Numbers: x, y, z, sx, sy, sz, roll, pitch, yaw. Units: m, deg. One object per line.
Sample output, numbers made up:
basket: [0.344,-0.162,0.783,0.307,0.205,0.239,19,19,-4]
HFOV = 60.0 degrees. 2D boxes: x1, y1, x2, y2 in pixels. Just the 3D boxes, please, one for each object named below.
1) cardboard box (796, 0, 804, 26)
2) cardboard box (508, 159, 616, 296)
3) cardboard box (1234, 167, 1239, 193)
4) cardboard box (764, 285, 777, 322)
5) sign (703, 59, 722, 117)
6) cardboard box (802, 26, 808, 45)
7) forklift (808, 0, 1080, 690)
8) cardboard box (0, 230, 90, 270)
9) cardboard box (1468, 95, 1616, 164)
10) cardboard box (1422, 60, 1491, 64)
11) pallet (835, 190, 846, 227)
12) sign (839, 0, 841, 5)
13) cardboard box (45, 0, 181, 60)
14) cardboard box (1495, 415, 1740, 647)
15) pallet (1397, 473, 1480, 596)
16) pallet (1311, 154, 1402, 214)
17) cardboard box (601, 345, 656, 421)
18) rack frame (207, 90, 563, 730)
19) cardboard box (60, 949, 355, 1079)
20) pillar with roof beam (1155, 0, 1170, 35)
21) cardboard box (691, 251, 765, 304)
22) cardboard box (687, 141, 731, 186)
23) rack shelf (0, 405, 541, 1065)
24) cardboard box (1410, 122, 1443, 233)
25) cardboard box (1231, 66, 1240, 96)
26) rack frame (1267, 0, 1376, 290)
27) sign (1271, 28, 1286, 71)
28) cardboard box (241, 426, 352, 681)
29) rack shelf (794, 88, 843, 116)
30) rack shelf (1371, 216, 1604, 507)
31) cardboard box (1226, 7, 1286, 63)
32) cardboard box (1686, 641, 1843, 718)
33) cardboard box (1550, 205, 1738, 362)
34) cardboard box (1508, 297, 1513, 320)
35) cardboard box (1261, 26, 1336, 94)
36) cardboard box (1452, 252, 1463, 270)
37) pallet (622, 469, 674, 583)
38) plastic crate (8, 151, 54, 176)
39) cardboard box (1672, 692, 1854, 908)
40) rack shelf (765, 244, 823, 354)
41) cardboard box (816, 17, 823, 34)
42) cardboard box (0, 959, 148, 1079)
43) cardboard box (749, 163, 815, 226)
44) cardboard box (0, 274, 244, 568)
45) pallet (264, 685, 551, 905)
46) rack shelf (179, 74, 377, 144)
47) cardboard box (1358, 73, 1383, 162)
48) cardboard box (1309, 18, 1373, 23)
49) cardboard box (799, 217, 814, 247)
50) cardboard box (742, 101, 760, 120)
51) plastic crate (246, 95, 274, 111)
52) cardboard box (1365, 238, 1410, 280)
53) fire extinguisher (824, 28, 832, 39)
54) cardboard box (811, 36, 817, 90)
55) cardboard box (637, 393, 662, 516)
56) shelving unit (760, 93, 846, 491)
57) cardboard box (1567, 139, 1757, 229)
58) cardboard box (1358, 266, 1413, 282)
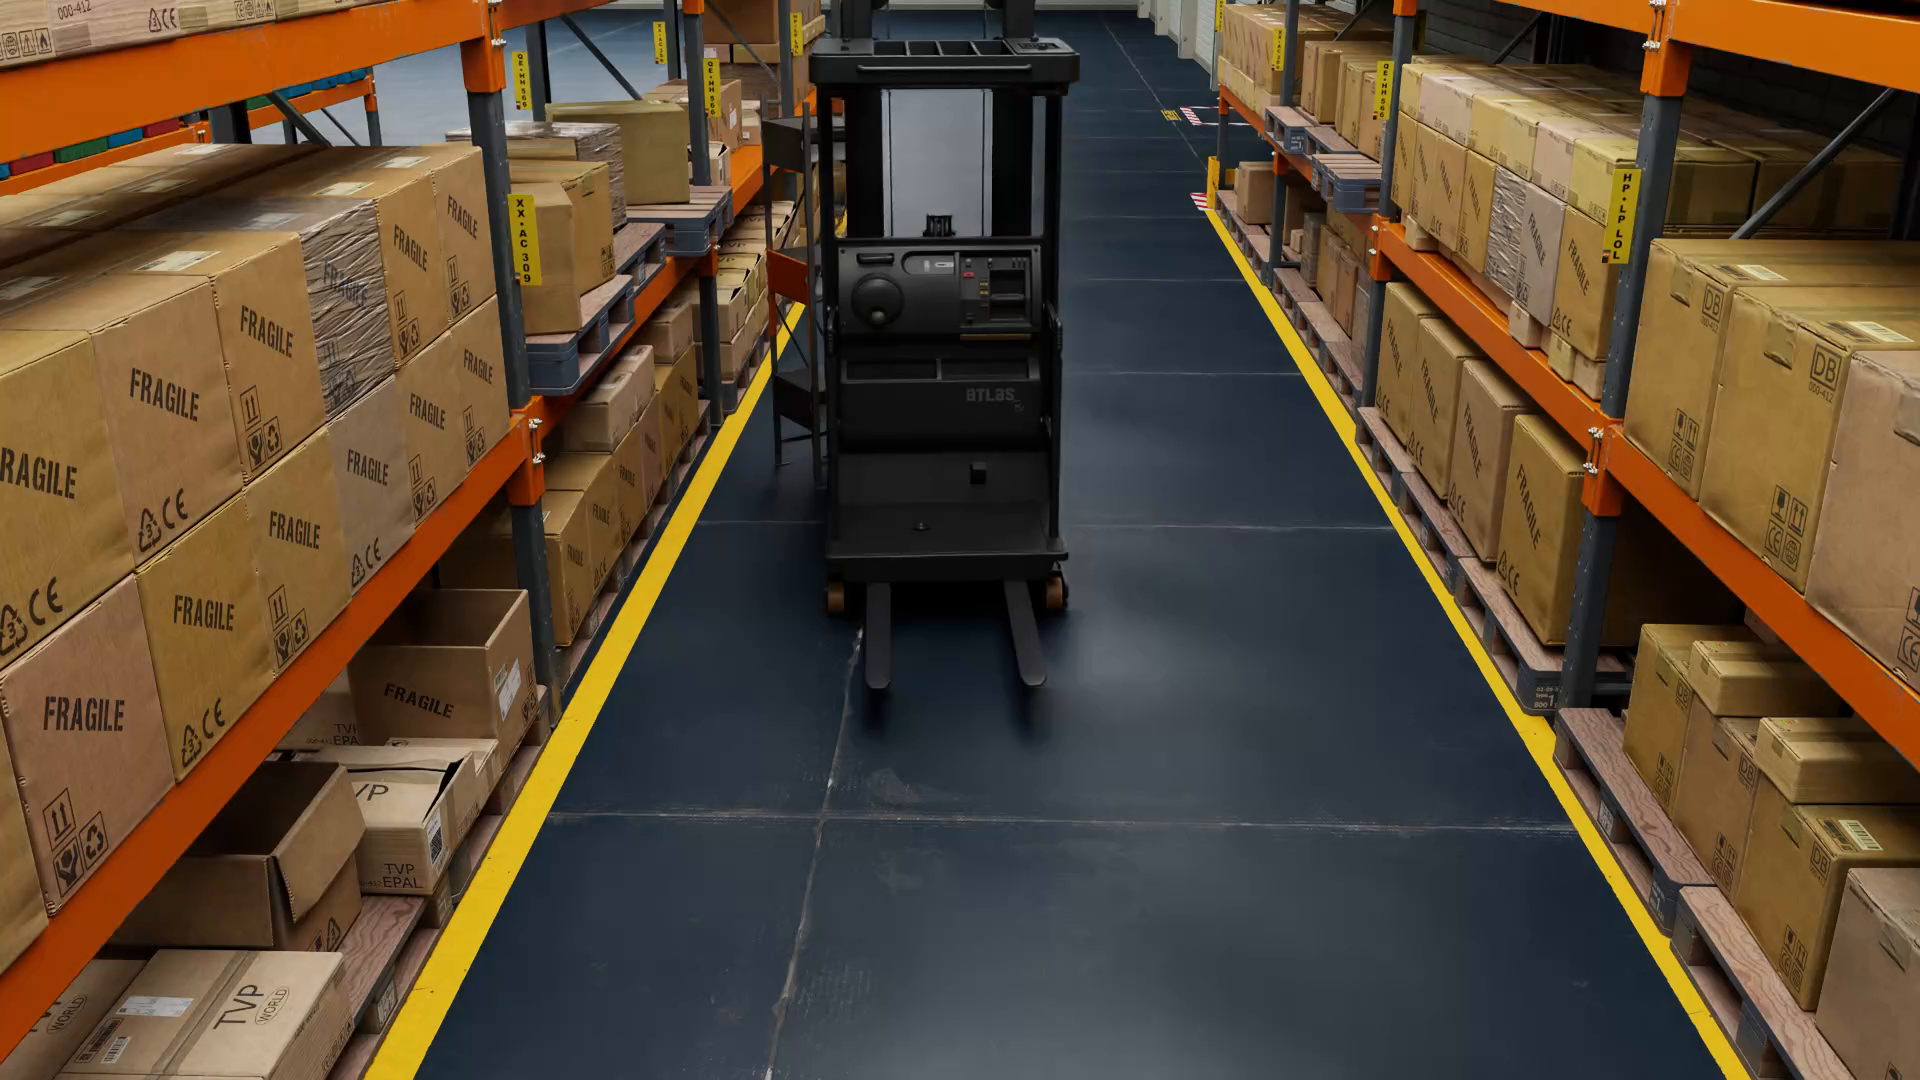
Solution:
cardboard box: [-1.807,-4.921,15.134,0.700,0.500,0.500,1,21,2]
cardboard box: [-1.908,-1.333,7.099,0.700,0.500,0.500,4,22,10]
cardboard box: [3.102,-3.661,16.925,0.500,0.311,0.500,-2,21,-4]
cardboard box: [-1.632,-1.774,12.175,0.500,0.250,0.500,1,21,3]
sign: [-1.439,-2.619,9.641,0.100,0.325,0.005,1,21,2]
cardboard box: [-1.605,-4.659,15.355,0.380,0.149,0.250,0,21,1]
forklift: [-0.079,-1.137,7.409,1.130,2.935,3.031,-1,21,-2]
cardboard box: [-2.445,-0.459,4.044,0.500,0.500,0.500,1,21,3]
cardboard box: [2.662,-1.889,7.636,0.500,0.250,0.500,0,21,1]
cardboard box: [2.950,-2.745,9.813,0.380,0.149,0.250,-2,21,-5]
pallet: [-1.720,-3.434,17.088,1.003,0.211,1.213,1,21,2]
sign: [-1.196,-5.651,17.017,0.100,0.325,0.005,1,21,2]
cardboard box: [-1.914,-1.099,3.276,0.500,0.250,0.500,1,21,2]
cardboard box: [2.738,-0.049,6.901,0.750,0.750,0.750,1,21,2]
pallet: [2.831,-0.041,8.344,1.003,0.211,1.213,1,21,2]
pallet: [2.885,-2.235,10.408,1.213,0.211,1.003,1,21,2]
cardboard box: [-1.800,-0.777,8.196,0.500,0.250,0.500,0,21,1]
rack frame: [-2.103,-0.673,6.115,1.000,3.000,0.127,1,21,2]
cardboard box: [-1.895,1.296,4.236,0.500,0.250,0.500,1,21,2]
pillar with roof beam: [0.483,-16.217,37.885,9.100,9.000,0.400,1,21,2]
cardboard box: [-1.647,-1.855,11.607,0.500,0.311,0.500,0,21,0]
cardboard box: [-1.761,-2.398,10.687,0.500,0.311,0.500,0,21,1]
rack shelf: [-2.164,0.386,4.382,1.077,0.370,4.000,1,21,2]
cardboard box: [2.674,-1.898,8.697,0.500,0.500,0.500,1,21,3]
cardboard box: [2.858,-4.353,15.780,0.500,0.250,0.500,0,21,1]
rack frame: [3.091,-3.512,13.433,1.000,3.000,0.127,1,21,2]
sign: [2.549,-3.919,13.285,0.100,0.325,0.005,1,21,2]
cardboard box: [-1.903,0.021,4.190,0.500,0.500,0.500,1,21,2]
rack shelf: [-1.799,-3.953,15.564,1.077,0.370,4.000,1,21,2]
rack shelf: [2.909,-1.007,7.972,1.077,0.370,4.000,1,21,2]
cardboard box: [2.873,-4.899,16.152,0.500,0.500,0.500,1,21,2]
cardboard box: [2.530,0.439,5.229,0.380,0.149,0.250,1,21,3]
cardboard box: [2.610,-0.984,6.340,0.500,0.500,0.500,0,21,1]
cardboard box: [2.635,-1.005,7.293,0.380,0.149,0.250,1,21,2]
cardboard box: [2.797,-3.975,13.770,0.500,0.500,0.500,1,21,1]
cardboard box: [2.736,-1.469,8.488,0.380,0.149,0.250,1,21,3]
pallet: [-2.082,-0.109,8.519,1.003,0.211,1.213,1,21,2]
plastic crate: [-6.578,-2.785,11.472,0.402,0.464,0.583,1,21,2]
cardboard box: [2.704,0.801,5.193,0.700,0.500,0.500,0,21,1]
rack shelf: [-0.765,-1.354,9.154,0.431,0.518,0.480,-13,25,-30]
cardboard box: [-1.566,-5.125,16.557,0.380,0.149,0.250,1,21,3]
cardboard box: [-2.396,1.308,4.204,0.500,0.250,0.500,1,21,2]
cardboard box: [-1.533,-2.993,14.279,0.500,0.500,0.500,1,21,2]
cardboard box: [-1.920,-0.266,3.549,0.500,0.500,0.500,1,21,2]
pallet: [-2.125,0.876,5.980,1.003,0.211,1.213,1,21,2]
rack shelf: [-6.750,-4.009,15.708,1.077,0.370,4.000,1,21,2]
cardboard box: [2.964,-2.690,10.568,0.700,0.500,0.500,-1,21,-3]
cardboard box: [3.355,-4.336,14.699,0.500,0.500,0.500,1,21,3]
cardboard box: [-1.543,-2.643,14.415,0.500,0.250,0.500,1,21,2]
cardboard box: [-1.831,-3.317,13.137,0.500,0.250,0.500,2,21,5]
plastic crate: [-6.488,-4.010,15.009,0.450,0.188,0.662,1,21,2]
cardboard box: [3.020,-1.921,11.145,0.500,0.250,0.500,1,21,3]
fire extinguisher: [-1.271,-5.013,17.409,0.296,0.674,0.183,1,21,2]
cardboard box: [-1.777,-4.699,16.355,0.700,0.500,0.500,1,21,3]
cardboard box: [-1.801,-0.441,8.366,0.500,0.500,0.500,0,21,0]
shelving unit: [-0.765,-1.367,9.149,0.431,2.100,0.503,-13,25,-30]
cardboard box: [2.607,-1.335,6.210,0.500,0.250,0.500,1,21,3]
cardboard box: [3.071,-1.551,11.228,0.700,0.500,0.500,1,21,2]
